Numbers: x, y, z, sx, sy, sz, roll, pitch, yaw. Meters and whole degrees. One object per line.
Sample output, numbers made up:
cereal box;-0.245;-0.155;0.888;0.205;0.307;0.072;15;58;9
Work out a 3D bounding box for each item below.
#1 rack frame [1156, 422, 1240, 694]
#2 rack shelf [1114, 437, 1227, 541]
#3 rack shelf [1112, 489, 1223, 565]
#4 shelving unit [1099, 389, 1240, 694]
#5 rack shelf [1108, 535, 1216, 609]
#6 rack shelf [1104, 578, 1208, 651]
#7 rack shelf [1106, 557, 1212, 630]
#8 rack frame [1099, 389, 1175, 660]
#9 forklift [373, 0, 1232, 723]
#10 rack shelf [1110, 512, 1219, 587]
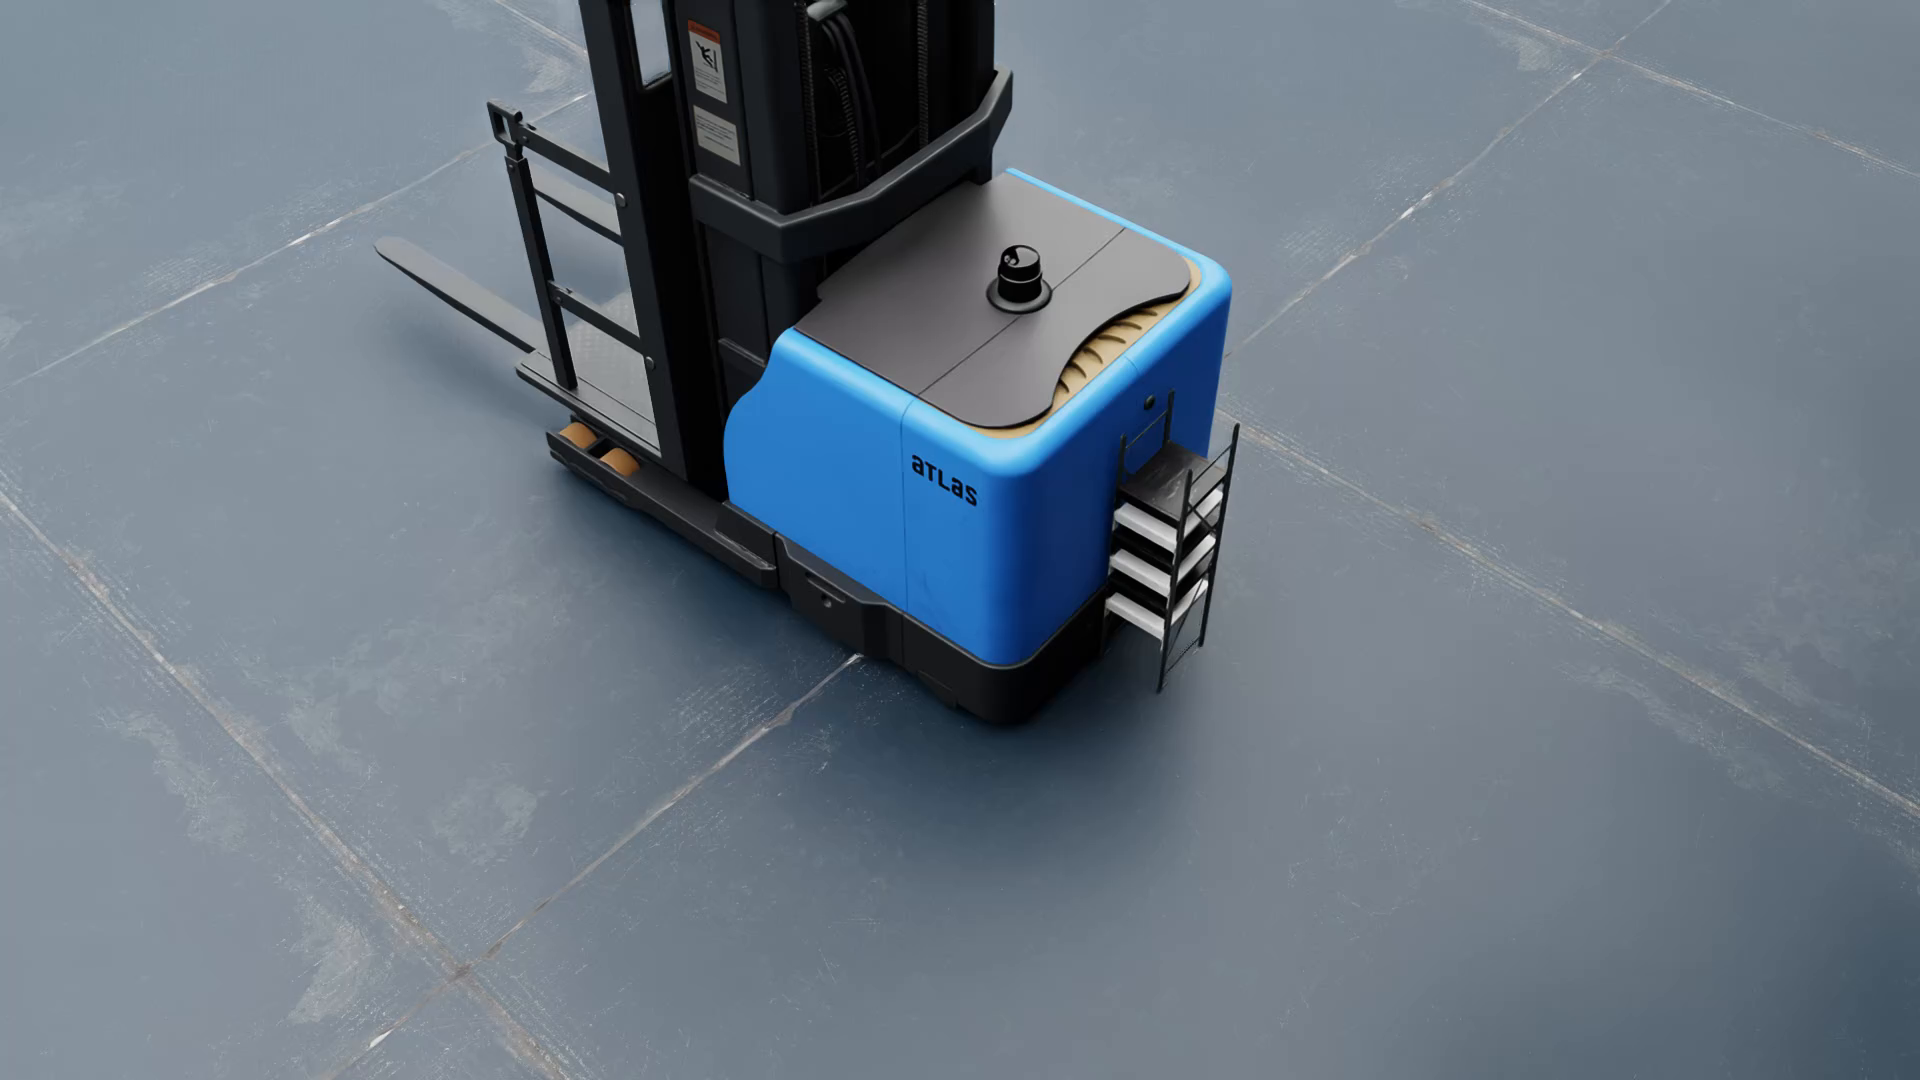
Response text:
rack frame;0.647;0.071;4.566;0.006;0.900;0.240;31;54;26
rack shelf;0.568;-0.138;4.437;0.200;0.077;0.258;31;54;26
rack shelf;0.568;-0.076;4.503;0.200;0.077;0.258;31;54;26
shelving unit;0.568;0.024;4.610;0.210;0.900;0.258;31;54;26
rack shelf;0.568;0.047;4.634;0.200;0.077;0.258;31;54;26
rack shelf;0.568;0.170;4.765;0.200;0.077;0.258;31;54;26
rack shelf;0.568;0.109;4.700;0.200;0.077;0.258;31;54;26
rack frame;0.489;-0.022;4.654;0.006;0.900;0.240;31;54;26
forklift;-0.712;-1.401;4.555;3.031;2.935;1.130;31;54;26
rack shelf;0.568;-0.014;4.569;0.200;0.077;0.258;31;54;26
